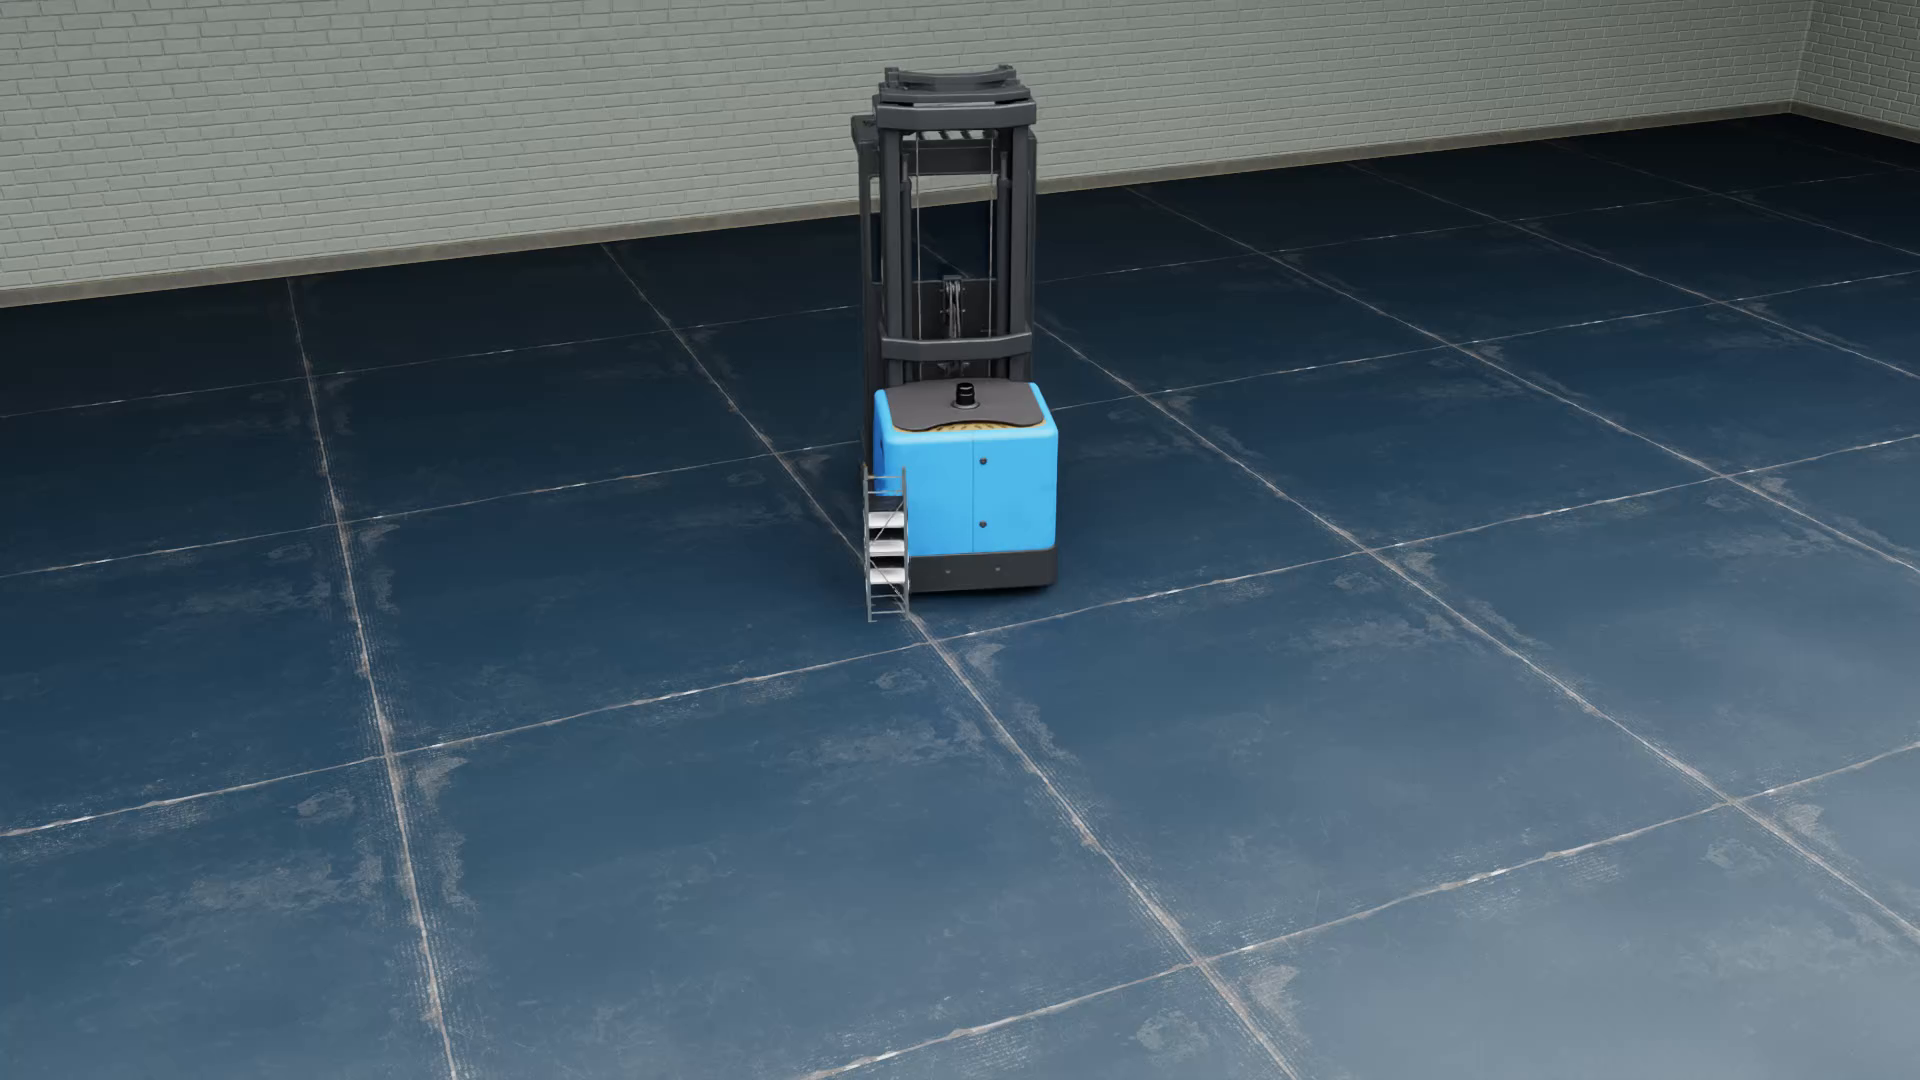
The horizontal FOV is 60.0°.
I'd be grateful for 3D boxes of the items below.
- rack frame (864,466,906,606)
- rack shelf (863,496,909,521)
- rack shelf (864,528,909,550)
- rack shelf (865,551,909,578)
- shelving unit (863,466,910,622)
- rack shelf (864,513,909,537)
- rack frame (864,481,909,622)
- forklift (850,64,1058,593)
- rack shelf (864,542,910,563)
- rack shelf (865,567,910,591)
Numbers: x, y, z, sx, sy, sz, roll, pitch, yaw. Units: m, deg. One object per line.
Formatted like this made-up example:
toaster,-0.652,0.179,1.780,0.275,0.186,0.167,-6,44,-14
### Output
rack frame,-0.433,-0.014,9.753,0.240,0.900,0.006,-2,26,-3
rack shelf,-0.427,-0.182,9.558,0.258,0.077,0.200,-2,26,-3
rack shelf,-0.427,-0.020,9.637,0.258,0.077,0.200,-2,26,-3
rack shelf,-0.427,0.141,9.716,0.258,0.077,0.200,-2,26,-3
shelving unit,-0.427,0.030,9.662,0.258,0.900,0.210,-2,26,-3
rack shelf,-0.427,-0.101,9.597,0.258,0.077,0.200,-2,26,-3
rack frame,-0.420,0.075,9.571,0.240,0.900,0.006,-2,26,-3
forklift,-0.108,-1.615,10.717,1.130,2.935,3.031,-3,26,-6
rack shelf,-0.427,0.060,9.676,0.258,0.077,0.200,-2,26,-3
rack shelf,-0.427,0.222,9.755,0.258,0.077,0.200,-2,26,-3
